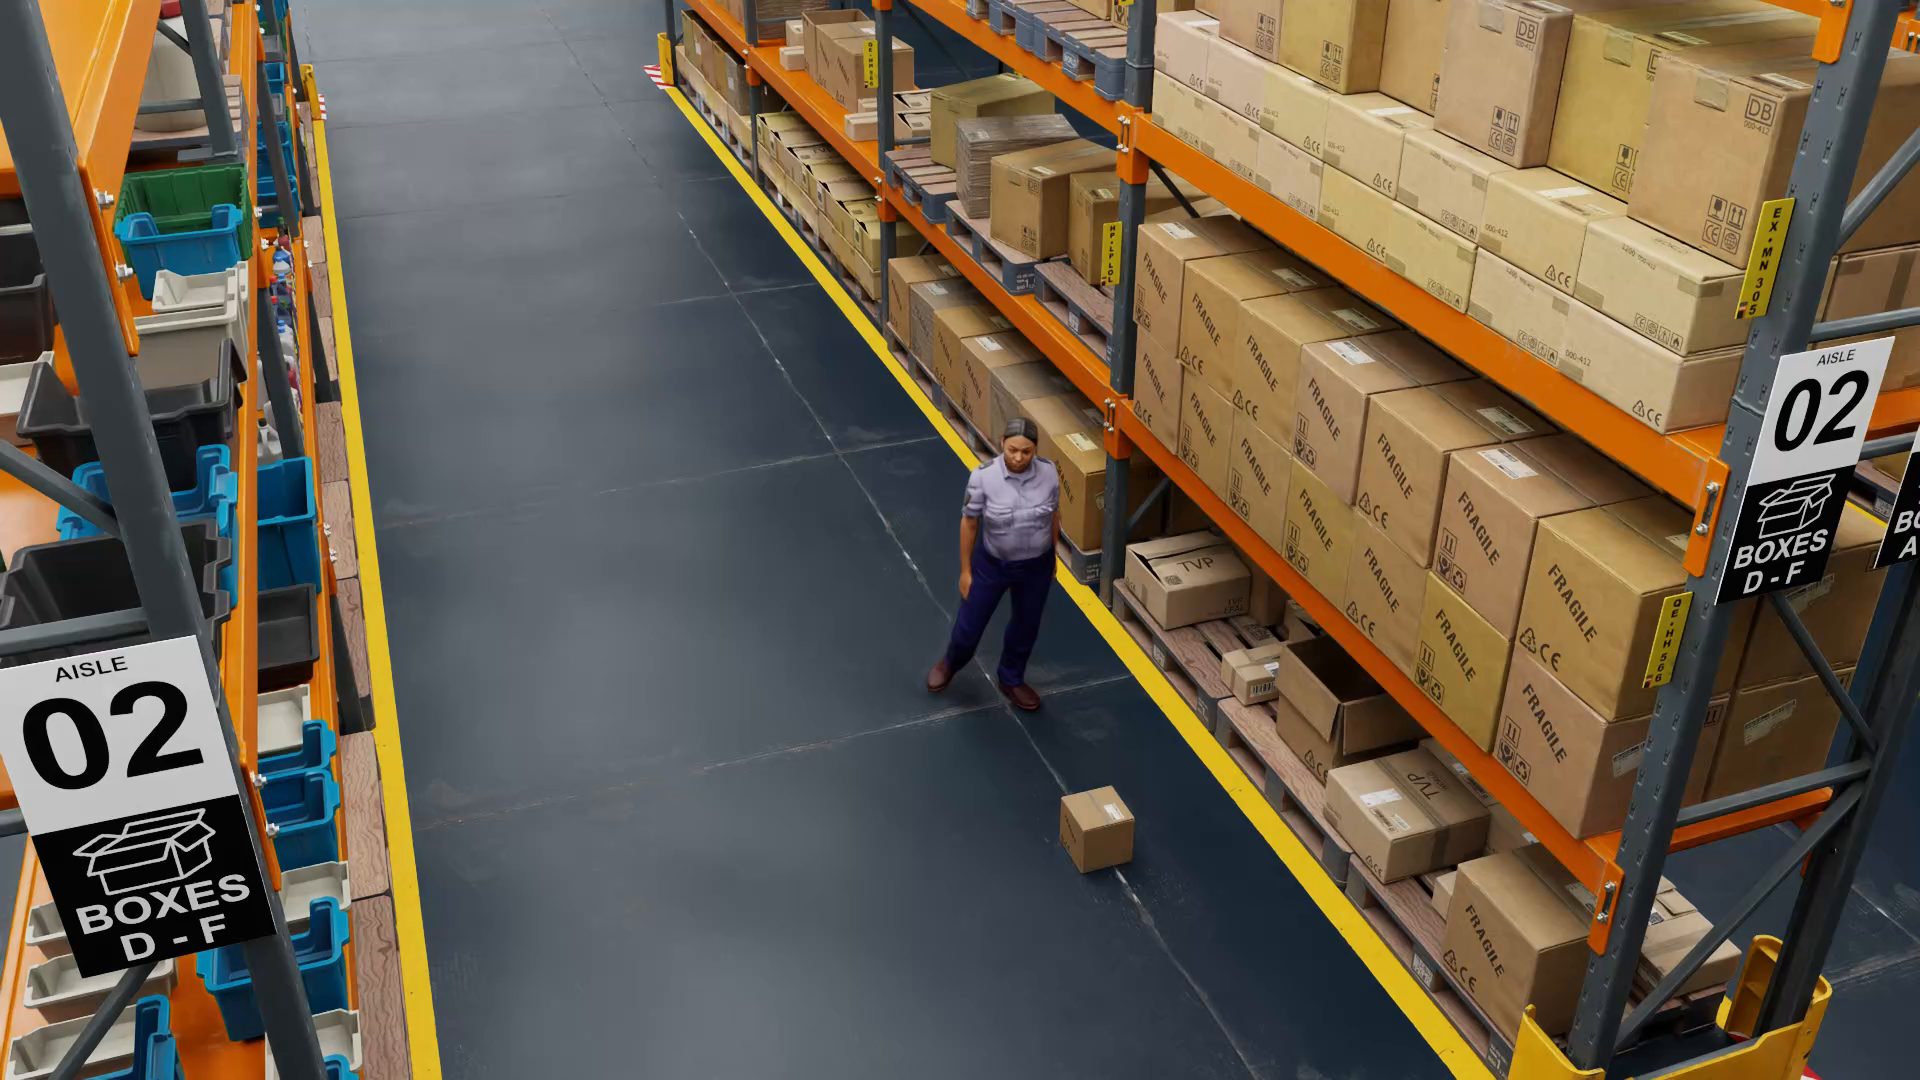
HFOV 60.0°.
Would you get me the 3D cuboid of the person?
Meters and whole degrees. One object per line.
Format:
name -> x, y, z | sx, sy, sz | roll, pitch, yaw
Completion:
person -> 0.163, 0.112, 8.140 | 0.650, 1.641, 0.504 | -6, 31, -11
